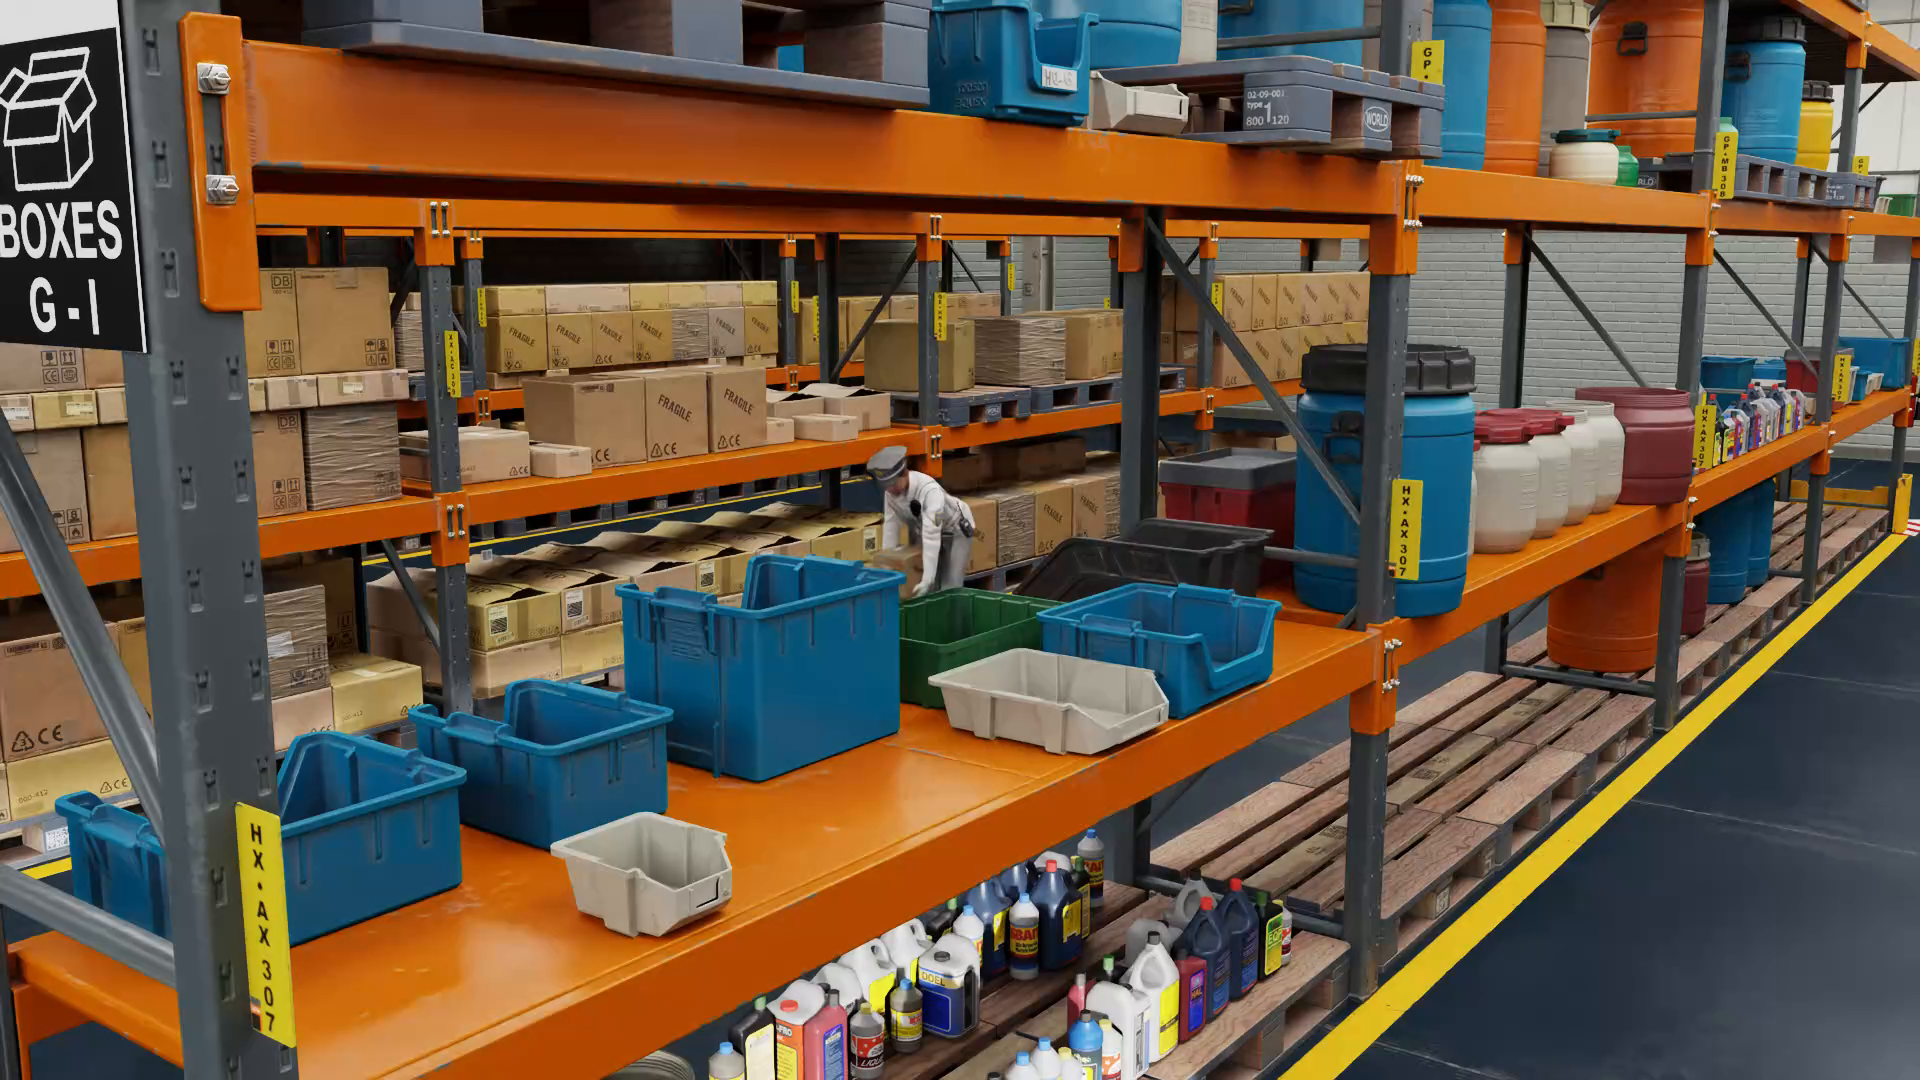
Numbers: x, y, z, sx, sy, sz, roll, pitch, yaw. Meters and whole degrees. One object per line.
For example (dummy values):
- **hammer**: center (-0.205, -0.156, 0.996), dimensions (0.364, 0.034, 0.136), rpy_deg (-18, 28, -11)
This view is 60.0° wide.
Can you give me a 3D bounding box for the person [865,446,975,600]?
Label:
- **person**: center (-0.243, 0.134, 9.835), dimensions (0.412, 1.429, 0.813), rpy_deg (7, 12, 35)
